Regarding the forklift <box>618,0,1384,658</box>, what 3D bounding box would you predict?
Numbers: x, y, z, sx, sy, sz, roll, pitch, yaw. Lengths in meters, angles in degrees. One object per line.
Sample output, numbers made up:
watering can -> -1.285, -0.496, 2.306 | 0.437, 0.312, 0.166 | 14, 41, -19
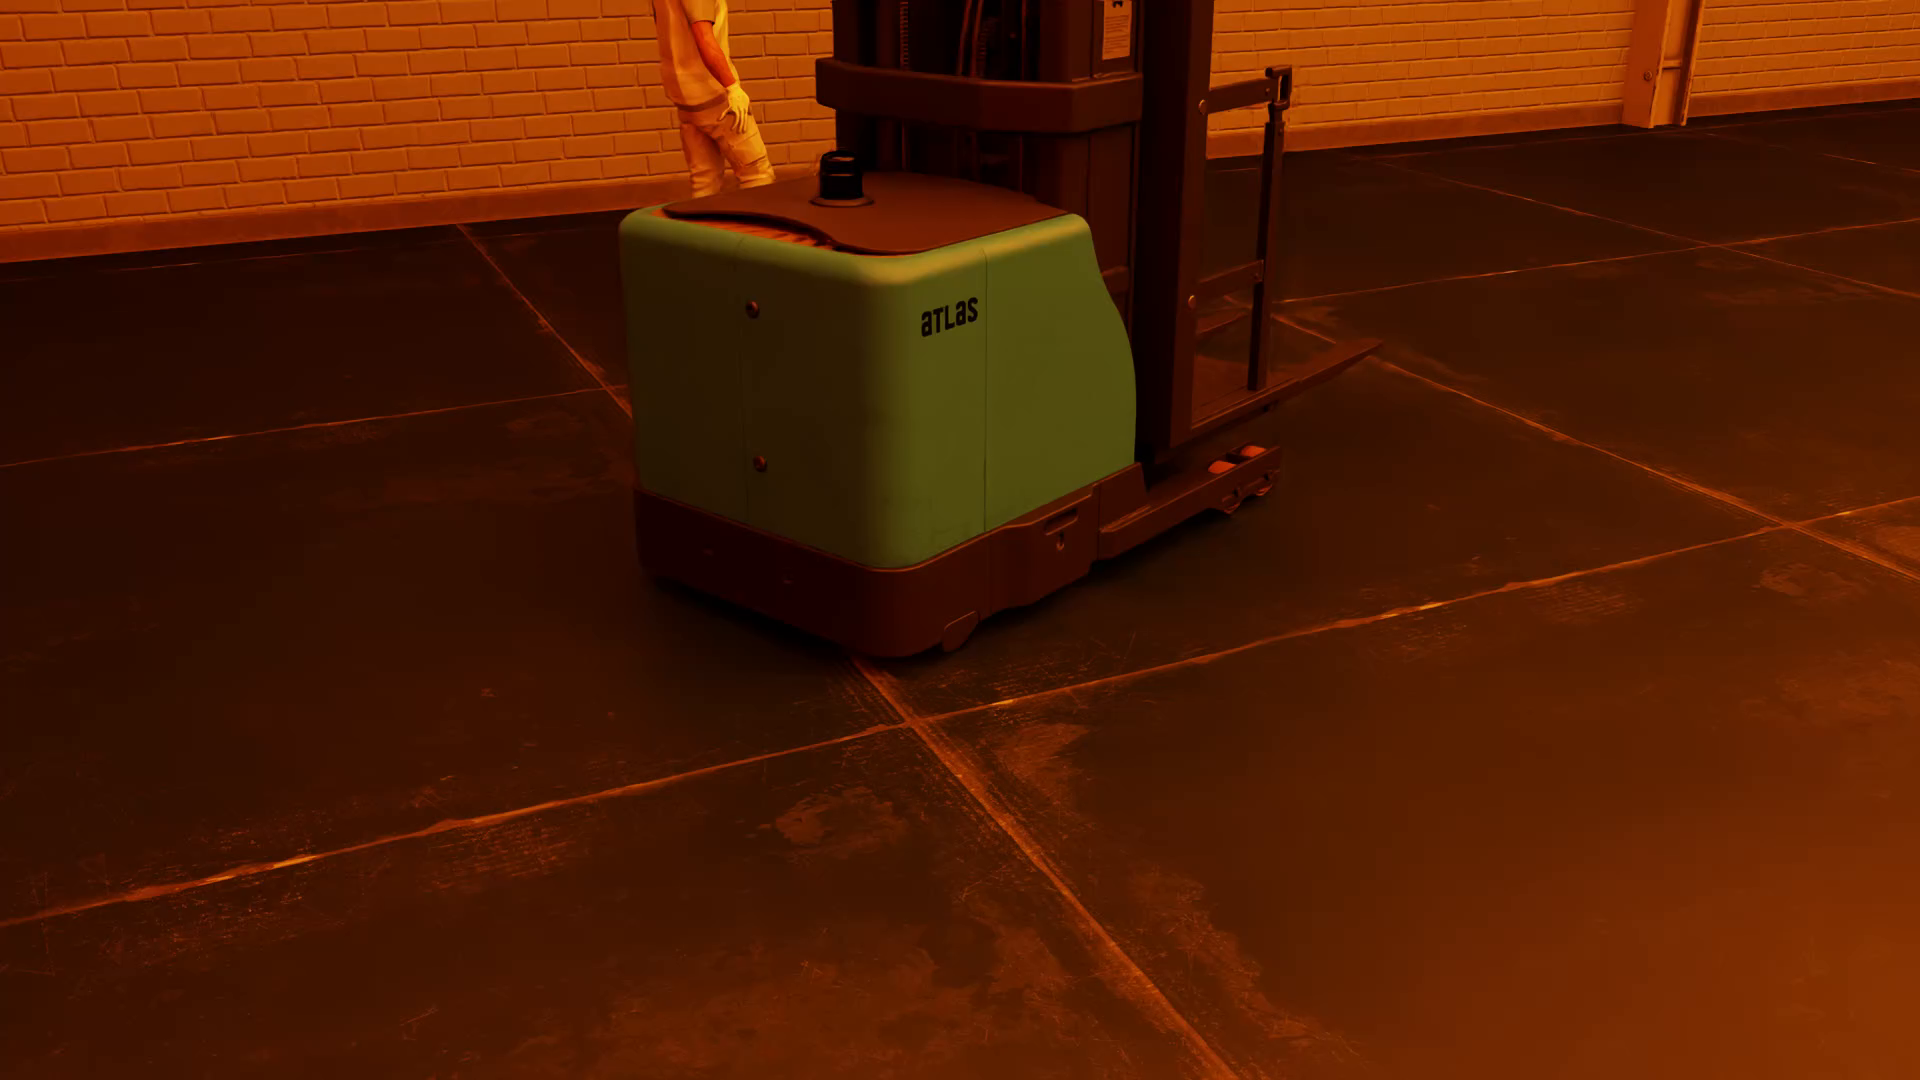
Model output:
forklift -> 0.401, -1.548, 5.011 | 1.130, 2.935, 3.031 | 18, 28, 36

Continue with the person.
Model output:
person -> -1.092, -2.041, 7.672 | 0.565, 1.789, 0.642 | -13, 26, -28
